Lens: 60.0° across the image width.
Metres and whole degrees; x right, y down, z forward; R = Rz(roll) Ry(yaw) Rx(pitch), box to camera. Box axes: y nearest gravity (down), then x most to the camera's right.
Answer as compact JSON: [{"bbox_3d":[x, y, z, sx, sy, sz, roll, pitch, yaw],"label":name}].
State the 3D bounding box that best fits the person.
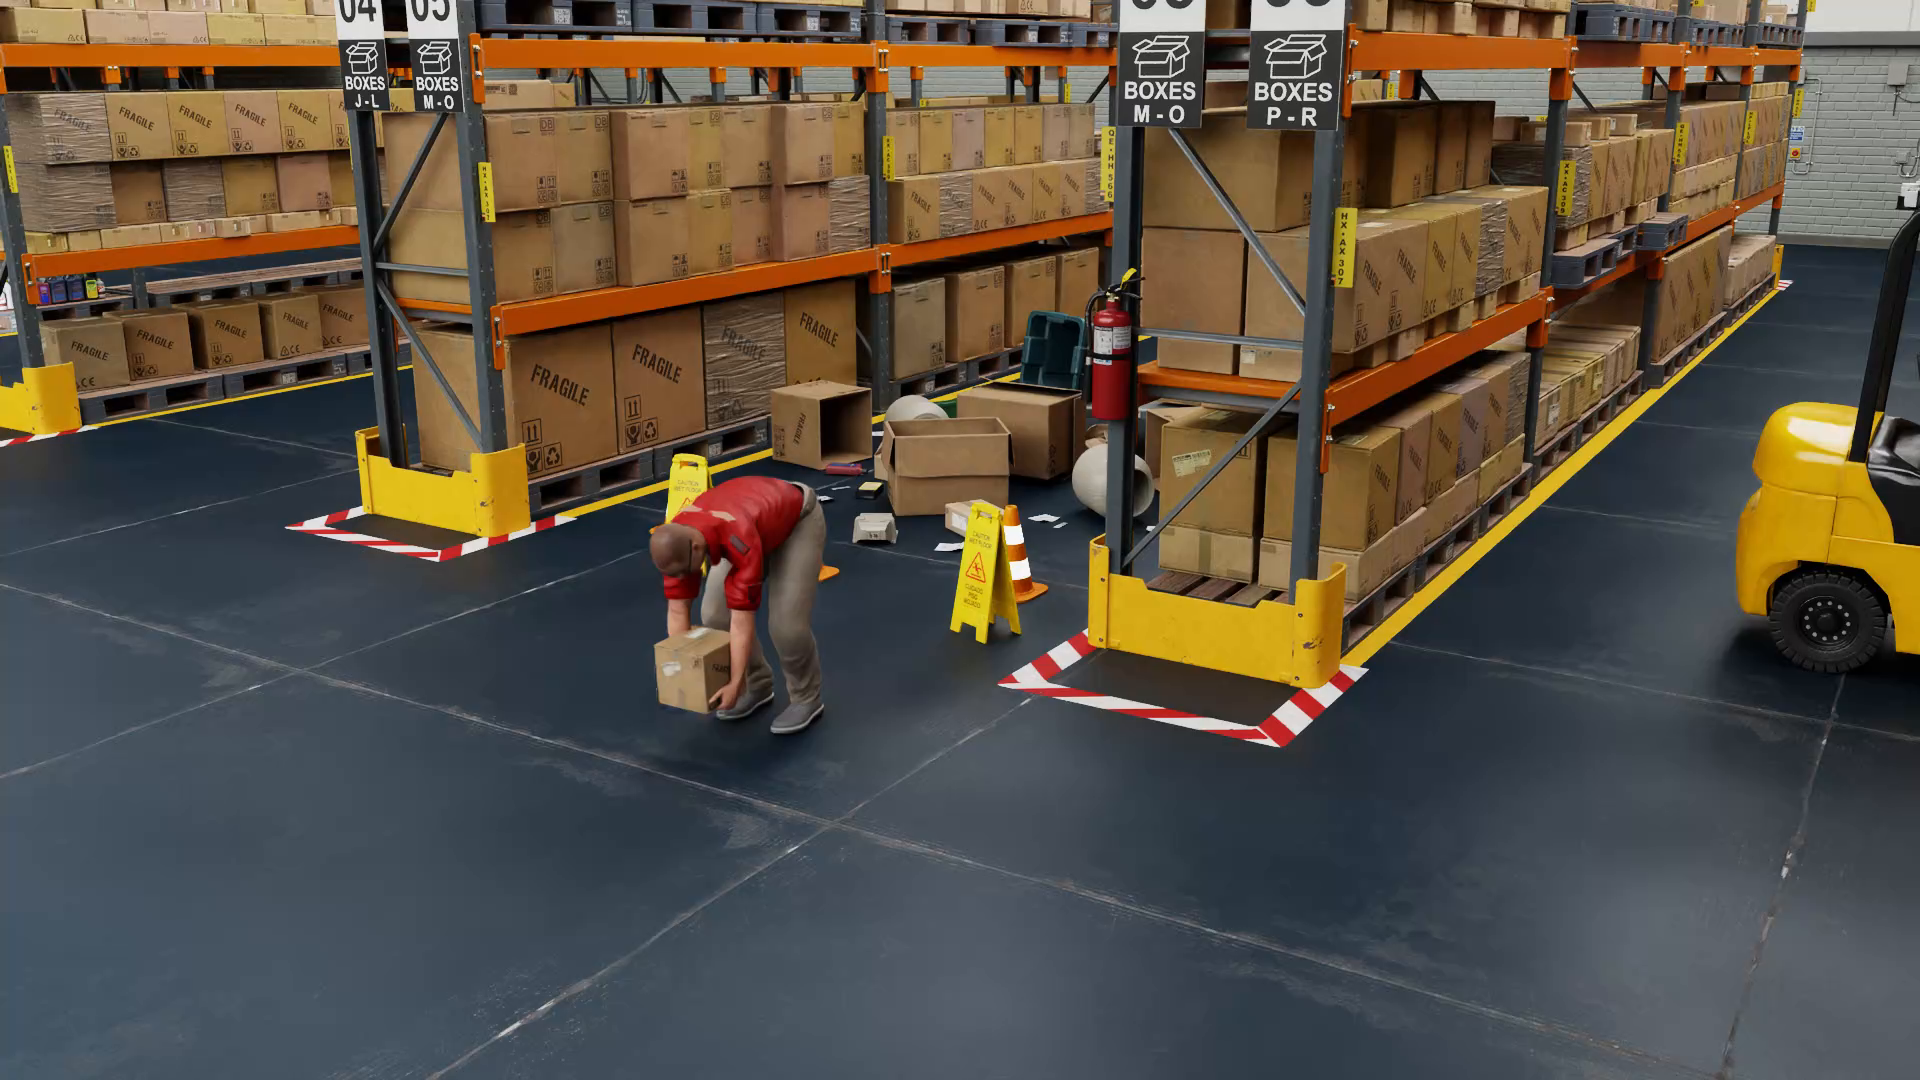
[{"bbox_3d":[-0.914,0.298,6.759,0.497,1.049,0.963,9,18,28],"label":"person"}]
